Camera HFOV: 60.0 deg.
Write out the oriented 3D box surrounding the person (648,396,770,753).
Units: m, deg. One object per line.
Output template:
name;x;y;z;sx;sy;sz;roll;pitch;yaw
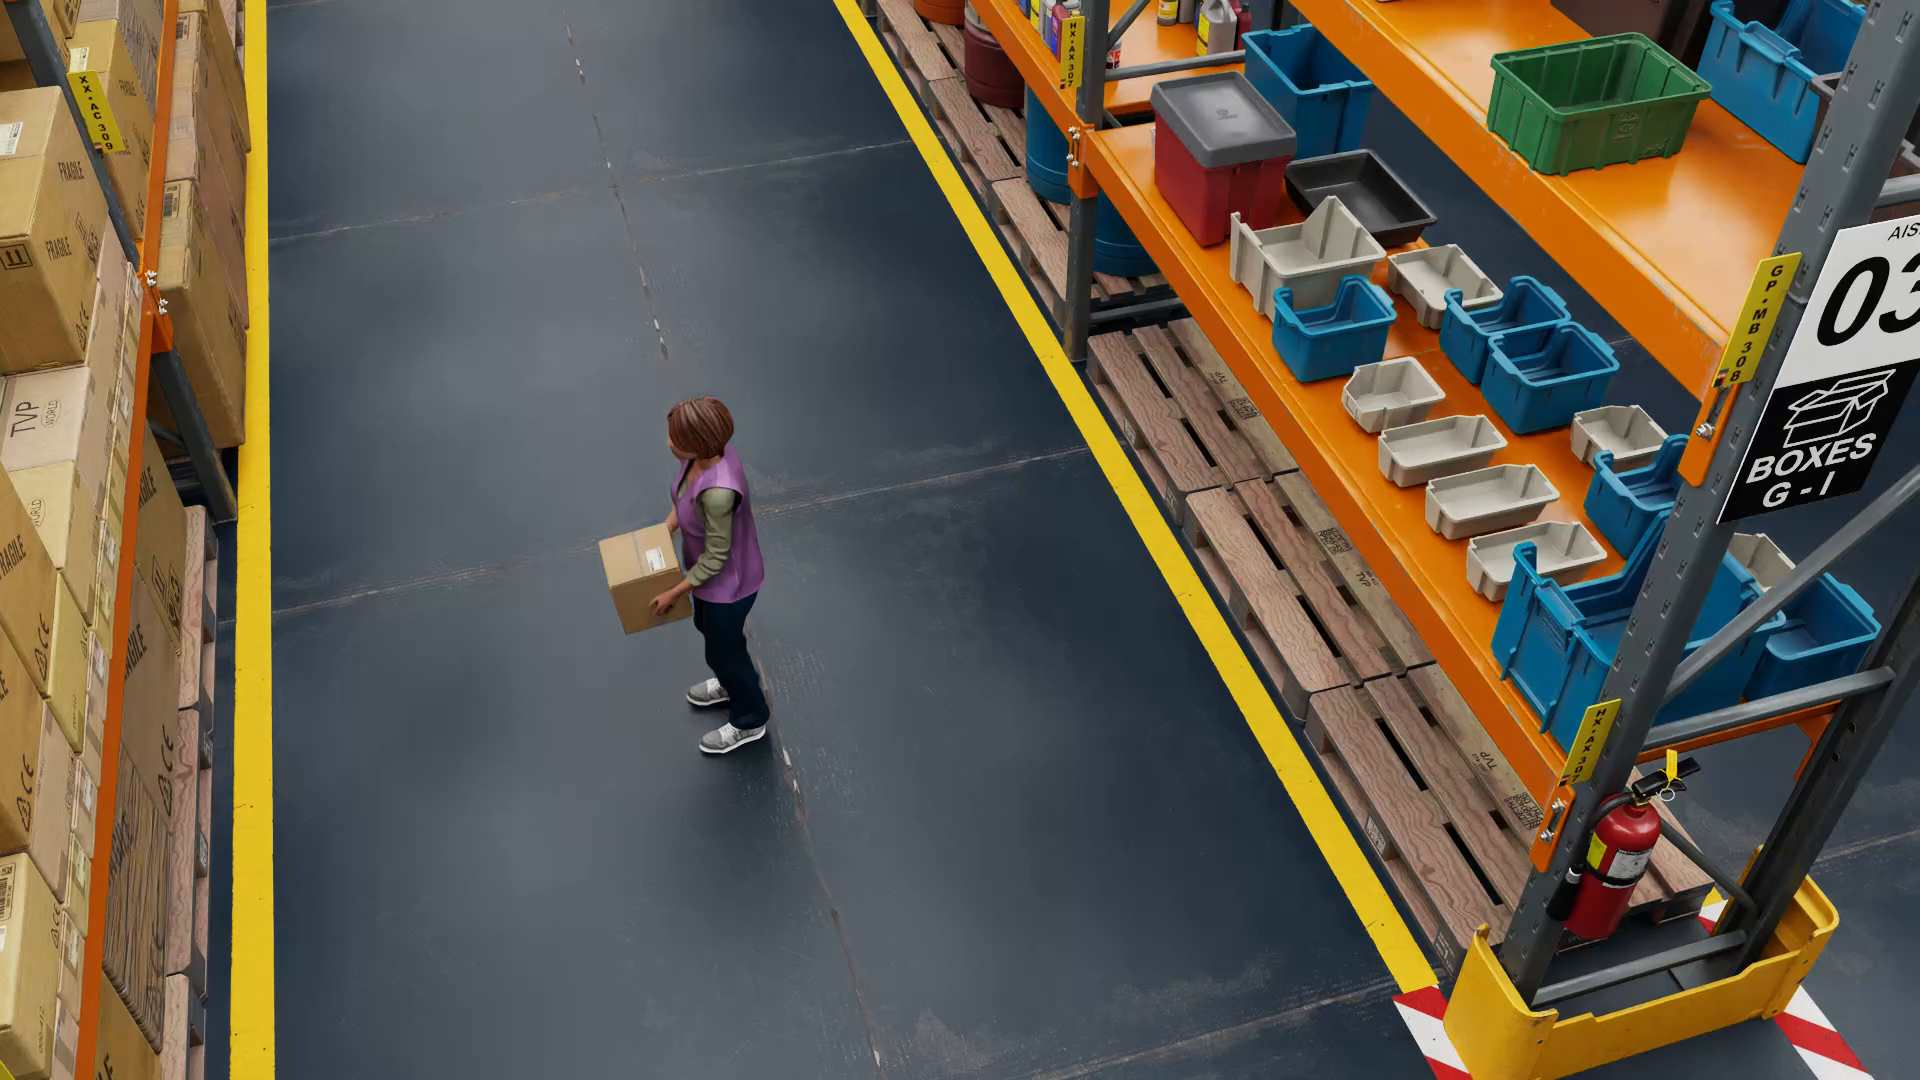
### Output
person;-0.930;0.135;6.015;0.436;1.603;0.443;-12;44;-13
